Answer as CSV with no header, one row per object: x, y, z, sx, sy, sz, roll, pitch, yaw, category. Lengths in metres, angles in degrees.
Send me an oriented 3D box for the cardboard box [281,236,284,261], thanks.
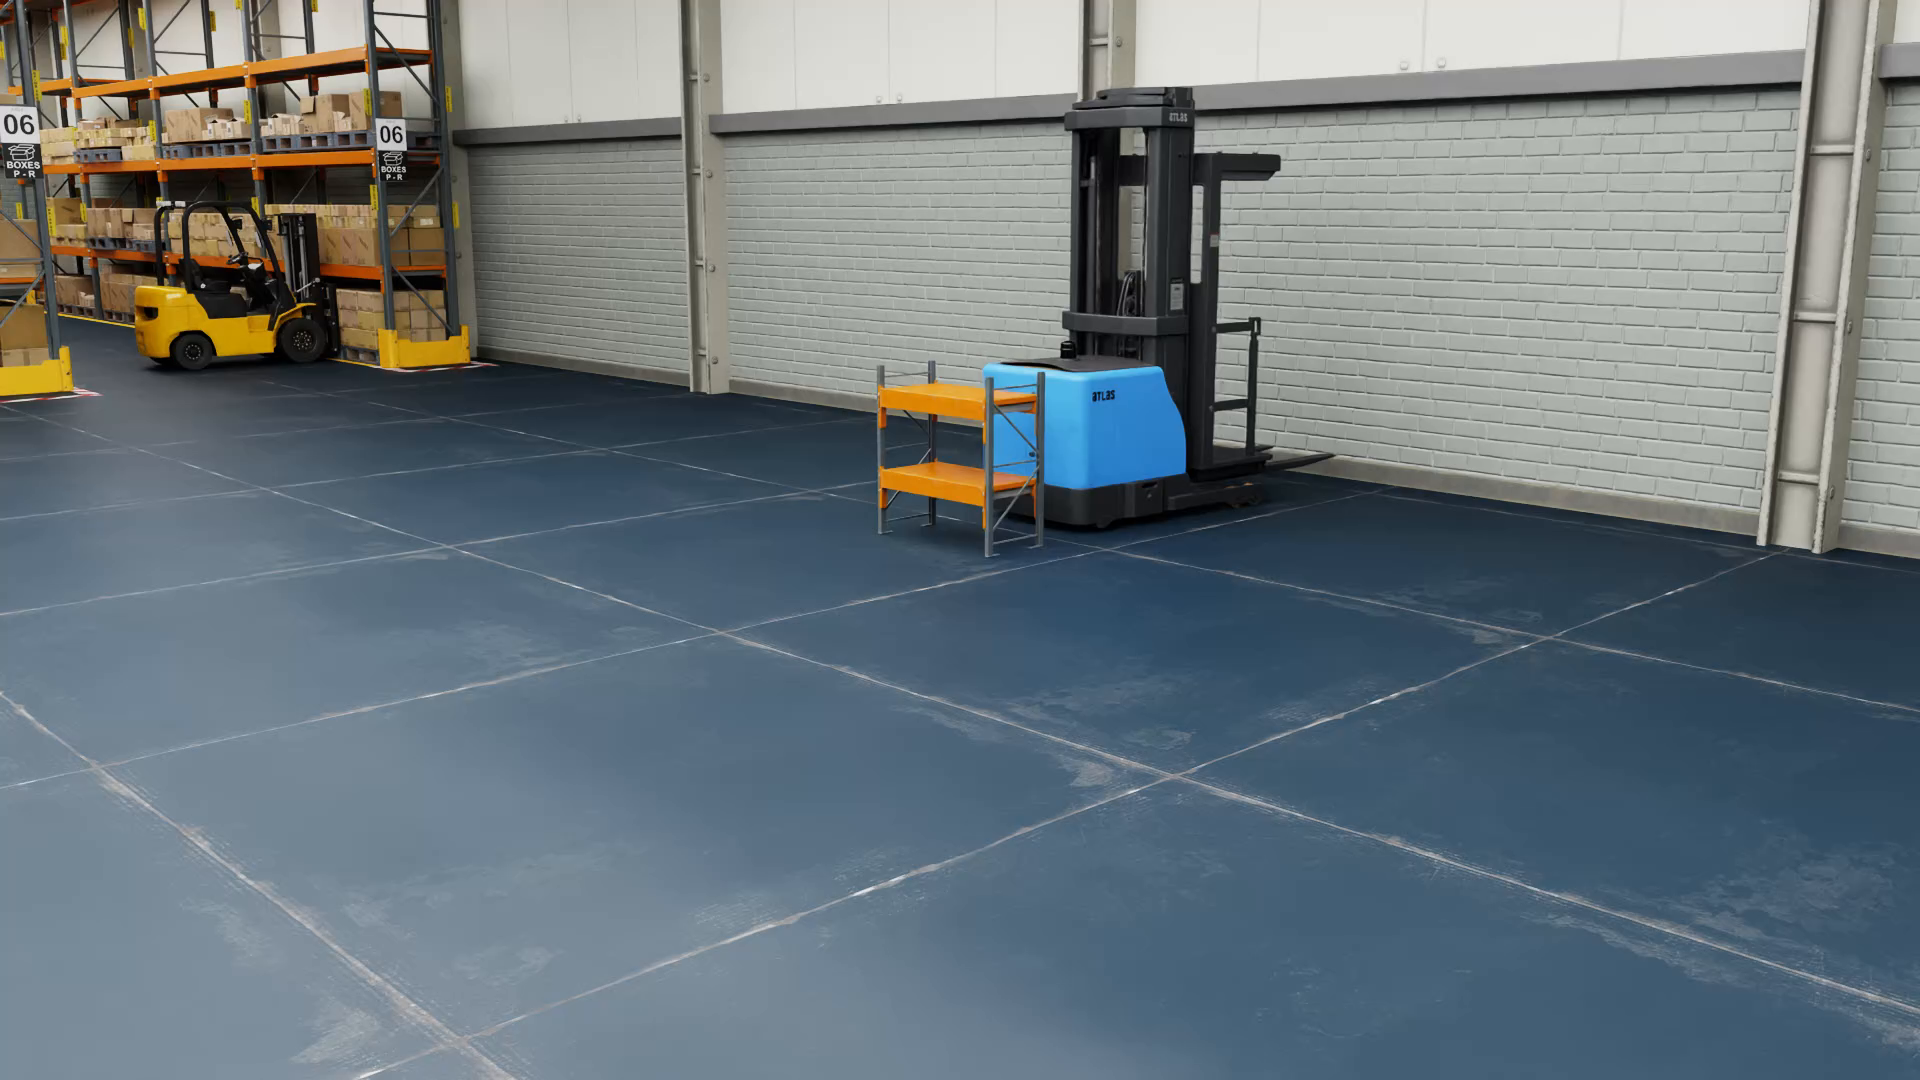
-9.470,-4.290,24.055,0.500,0.500,0.500,-11,16,-42,cardboard box

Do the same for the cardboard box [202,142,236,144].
-12.036,-6.580,27.067,0.500,0.250,0.500,-11,16,-43,cardboard box

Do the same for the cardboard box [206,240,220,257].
-11.531,-4.604,26.194,0.500,0.250,0.500,-10,15,-41,cardboard box

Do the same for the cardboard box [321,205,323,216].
-8.661,-4.591,23.168,0.380,0.149,0.250,-11,16,-42,cardboard box

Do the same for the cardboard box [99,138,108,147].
-14.690,-6.898,28.862,0.380,0.149,0.250,-10,16,-41,cardboard box

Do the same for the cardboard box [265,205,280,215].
-9.954,-4.841,24.381,0.380,0.149,0.250,-10,16,-41,cardboard box

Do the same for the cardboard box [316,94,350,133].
-8.314,-5.799,22.657,0.700,0.500,0.500,-11,16,-42,cardboard box

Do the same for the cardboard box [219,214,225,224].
-11.260,-4.984,25.815,0.380,0.149,0.250,-11,16,-42,cardboard box

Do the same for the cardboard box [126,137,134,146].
-14.010,-6.801,28.437,0.380,0.149,0.250,-10,15,-41,cardboard box

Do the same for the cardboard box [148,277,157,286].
-13.756,-4.461,28.676,0.380,0.149,0.250,-10,15,-41,cardboard box

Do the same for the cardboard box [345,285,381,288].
-8.426,-3.500,23.763,0.500,0.250,0.500,-11,16,-44,cardboard box

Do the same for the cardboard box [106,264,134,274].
-15.215,-4.908,30.109,0.250,0.149,0.380,11,16,42,cardboard box

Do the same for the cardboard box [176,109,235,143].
-11.977,-6.573,26.414,0.700,0.500,0.500,-11,16,-44,cardboard box

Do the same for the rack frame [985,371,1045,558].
0.346,-0.478,10.443,0.500,1.125,0.032,-11,16,-43,rack frame

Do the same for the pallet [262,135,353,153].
-9.352,-5.721,24.033,1.003,0.211,1.213,-11,16,-43,pallet

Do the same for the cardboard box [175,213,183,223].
-12.530,-5.240,27.058,0.380,0.149,0.250,-10,16,-41,cardboard box

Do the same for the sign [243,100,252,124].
-10.345,-6.216,24.153,0.100,0.325,0.005,-11,16,-43,sign

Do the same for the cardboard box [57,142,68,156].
-16.365,-7.235,30.796,0.500,0.250,0.500,11,16,43,cardboard box

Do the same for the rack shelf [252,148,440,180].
-8.578,-5.241,23.267,1.077,0.370,4.000,-11,16,-43,rack shelf

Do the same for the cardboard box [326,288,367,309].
-8.453,-3.351,23.038,0.500,0.250,0.500,-11,16,-42,cardboard box

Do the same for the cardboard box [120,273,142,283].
-14.797,-4.690,29.788,0.380,0.149,0.250,-11,16,-44,cardboard box

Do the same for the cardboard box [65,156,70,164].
-16.292,-7.018,30.730,0.380,0.149,0.250,-10,15,-41,cardboard box

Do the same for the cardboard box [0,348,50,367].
-11.142,-2.155,19.714,0.500,0.250,0.500,-11,16,-43,cardboard box

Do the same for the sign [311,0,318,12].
-9.541,-7.963,24.556,0.100,0.325,0.005,-11,16,-43,sign

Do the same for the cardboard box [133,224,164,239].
-13.685,-5.241,28.248,0.500,0.250,0.500,11,16,42,cardboard box

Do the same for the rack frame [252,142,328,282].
-9.960,-4.416,24.913,1.000,3.000,0.127,-11,16,-43,rack frame

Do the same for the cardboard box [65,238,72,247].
-16.638,-5.617,31.364,0.380,0.149,0.250,-11,16,-43,cardboard box

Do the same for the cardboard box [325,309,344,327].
-8.470,-3.111,23.112,0.500,0.250,0.500,-11,16,-44,cardboard box

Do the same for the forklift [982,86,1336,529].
1.587,-1.735,12.069,3.031,2.935,1.130,-10,15,-40,forklift

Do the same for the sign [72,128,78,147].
-15.871,-7.229,29.853,0.100,0.325,0.005,-11,16,-43,sign

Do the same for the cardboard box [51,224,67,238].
-17.059,-5.917,31.834,0.500,0.250,0.500,11,16,44,cardboard box

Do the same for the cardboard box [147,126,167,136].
-13.173,-6.746,27.433,0.380,0.149,0.250,-10,15,-41,cardboard box

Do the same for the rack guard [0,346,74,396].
-10.837,-1.927,19.026,1.175,0.500,0.348,-11,16,-43,rack guard

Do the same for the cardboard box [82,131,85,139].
-15.360,-7.197,29.572,0.380,0.149,0.250,-11,16,-42,cardboard box

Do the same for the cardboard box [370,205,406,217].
-7.597,-4.368,22.086,0.380,0.149,0.250,-11,16,-42,cardboard box

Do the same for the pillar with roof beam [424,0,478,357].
-10.140,-6.398,19.666,9.100,9.000,0.400,-11,16,-43,pillar with roof beam

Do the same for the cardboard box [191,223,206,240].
-11.899,-4.920,26.494,0.500,0.250,0.500,11,16,44,cardboard box

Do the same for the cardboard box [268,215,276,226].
-9.930,-4.700,24.434,0.380,0.149,0.250,-11,16,-43,cardboard box

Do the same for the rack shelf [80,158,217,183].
-14.103,-6.409,28.934,1.077,0.370,4.000,-11,16,-43,rack shelf

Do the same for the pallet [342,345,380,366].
-7.756,-2.573,22.875,1.003,0.211,1.213,-11,16,-43,pallet

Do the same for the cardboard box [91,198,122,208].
-16.320,-6.278,31.725,0.500,0.500,0.500,11,16,44,cardboard box

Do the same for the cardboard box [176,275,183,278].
-13.586,-4.570,29.207,0.380,0.149,0.250,-11,16,-44,cardboard box

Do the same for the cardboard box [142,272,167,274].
-14.662,-4.797,30.310,0.380,0.149,0.250,-11,16,-42,cardboard box

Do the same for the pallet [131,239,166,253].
-13.241,-4.995,28.199,1.213,0.211,1.003,-11,16,-43,pallet

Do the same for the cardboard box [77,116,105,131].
-15.529,-7.441,29.729,0.396,0.266,0.258,-11,16,-43,cardboard box

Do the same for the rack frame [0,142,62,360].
-10.785,-3.140,18.720,1.000,3.000,0.127,-11,16,-43,rack frame

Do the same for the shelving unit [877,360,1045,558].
-0.005,-0.552,10.803,0.538,1.125,1.048,-11,16,-43,shelving unit

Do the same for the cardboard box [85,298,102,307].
-16.081,-4.434,31.022,0.250,0.149,0.380,11,16,43,cardboard box

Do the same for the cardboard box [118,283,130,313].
-14.597,-4.313,29.568,0.500,0.500,0.500,11,16,43,cardboard box

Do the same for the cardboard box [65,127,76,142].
-16.007,-7.410,30.407,0.500,0.250,0.500,-11,16,-42,cardboard box

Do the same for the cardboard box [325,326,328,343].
-8.801,-2.937,23.506,0.500,0.250,0.500,-10,15,-41,cardboard box

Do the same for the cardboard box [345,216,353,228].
-8.135,-4.328,22.630,0.380,0.149,0.250,-11,16,-43,cardboard box
